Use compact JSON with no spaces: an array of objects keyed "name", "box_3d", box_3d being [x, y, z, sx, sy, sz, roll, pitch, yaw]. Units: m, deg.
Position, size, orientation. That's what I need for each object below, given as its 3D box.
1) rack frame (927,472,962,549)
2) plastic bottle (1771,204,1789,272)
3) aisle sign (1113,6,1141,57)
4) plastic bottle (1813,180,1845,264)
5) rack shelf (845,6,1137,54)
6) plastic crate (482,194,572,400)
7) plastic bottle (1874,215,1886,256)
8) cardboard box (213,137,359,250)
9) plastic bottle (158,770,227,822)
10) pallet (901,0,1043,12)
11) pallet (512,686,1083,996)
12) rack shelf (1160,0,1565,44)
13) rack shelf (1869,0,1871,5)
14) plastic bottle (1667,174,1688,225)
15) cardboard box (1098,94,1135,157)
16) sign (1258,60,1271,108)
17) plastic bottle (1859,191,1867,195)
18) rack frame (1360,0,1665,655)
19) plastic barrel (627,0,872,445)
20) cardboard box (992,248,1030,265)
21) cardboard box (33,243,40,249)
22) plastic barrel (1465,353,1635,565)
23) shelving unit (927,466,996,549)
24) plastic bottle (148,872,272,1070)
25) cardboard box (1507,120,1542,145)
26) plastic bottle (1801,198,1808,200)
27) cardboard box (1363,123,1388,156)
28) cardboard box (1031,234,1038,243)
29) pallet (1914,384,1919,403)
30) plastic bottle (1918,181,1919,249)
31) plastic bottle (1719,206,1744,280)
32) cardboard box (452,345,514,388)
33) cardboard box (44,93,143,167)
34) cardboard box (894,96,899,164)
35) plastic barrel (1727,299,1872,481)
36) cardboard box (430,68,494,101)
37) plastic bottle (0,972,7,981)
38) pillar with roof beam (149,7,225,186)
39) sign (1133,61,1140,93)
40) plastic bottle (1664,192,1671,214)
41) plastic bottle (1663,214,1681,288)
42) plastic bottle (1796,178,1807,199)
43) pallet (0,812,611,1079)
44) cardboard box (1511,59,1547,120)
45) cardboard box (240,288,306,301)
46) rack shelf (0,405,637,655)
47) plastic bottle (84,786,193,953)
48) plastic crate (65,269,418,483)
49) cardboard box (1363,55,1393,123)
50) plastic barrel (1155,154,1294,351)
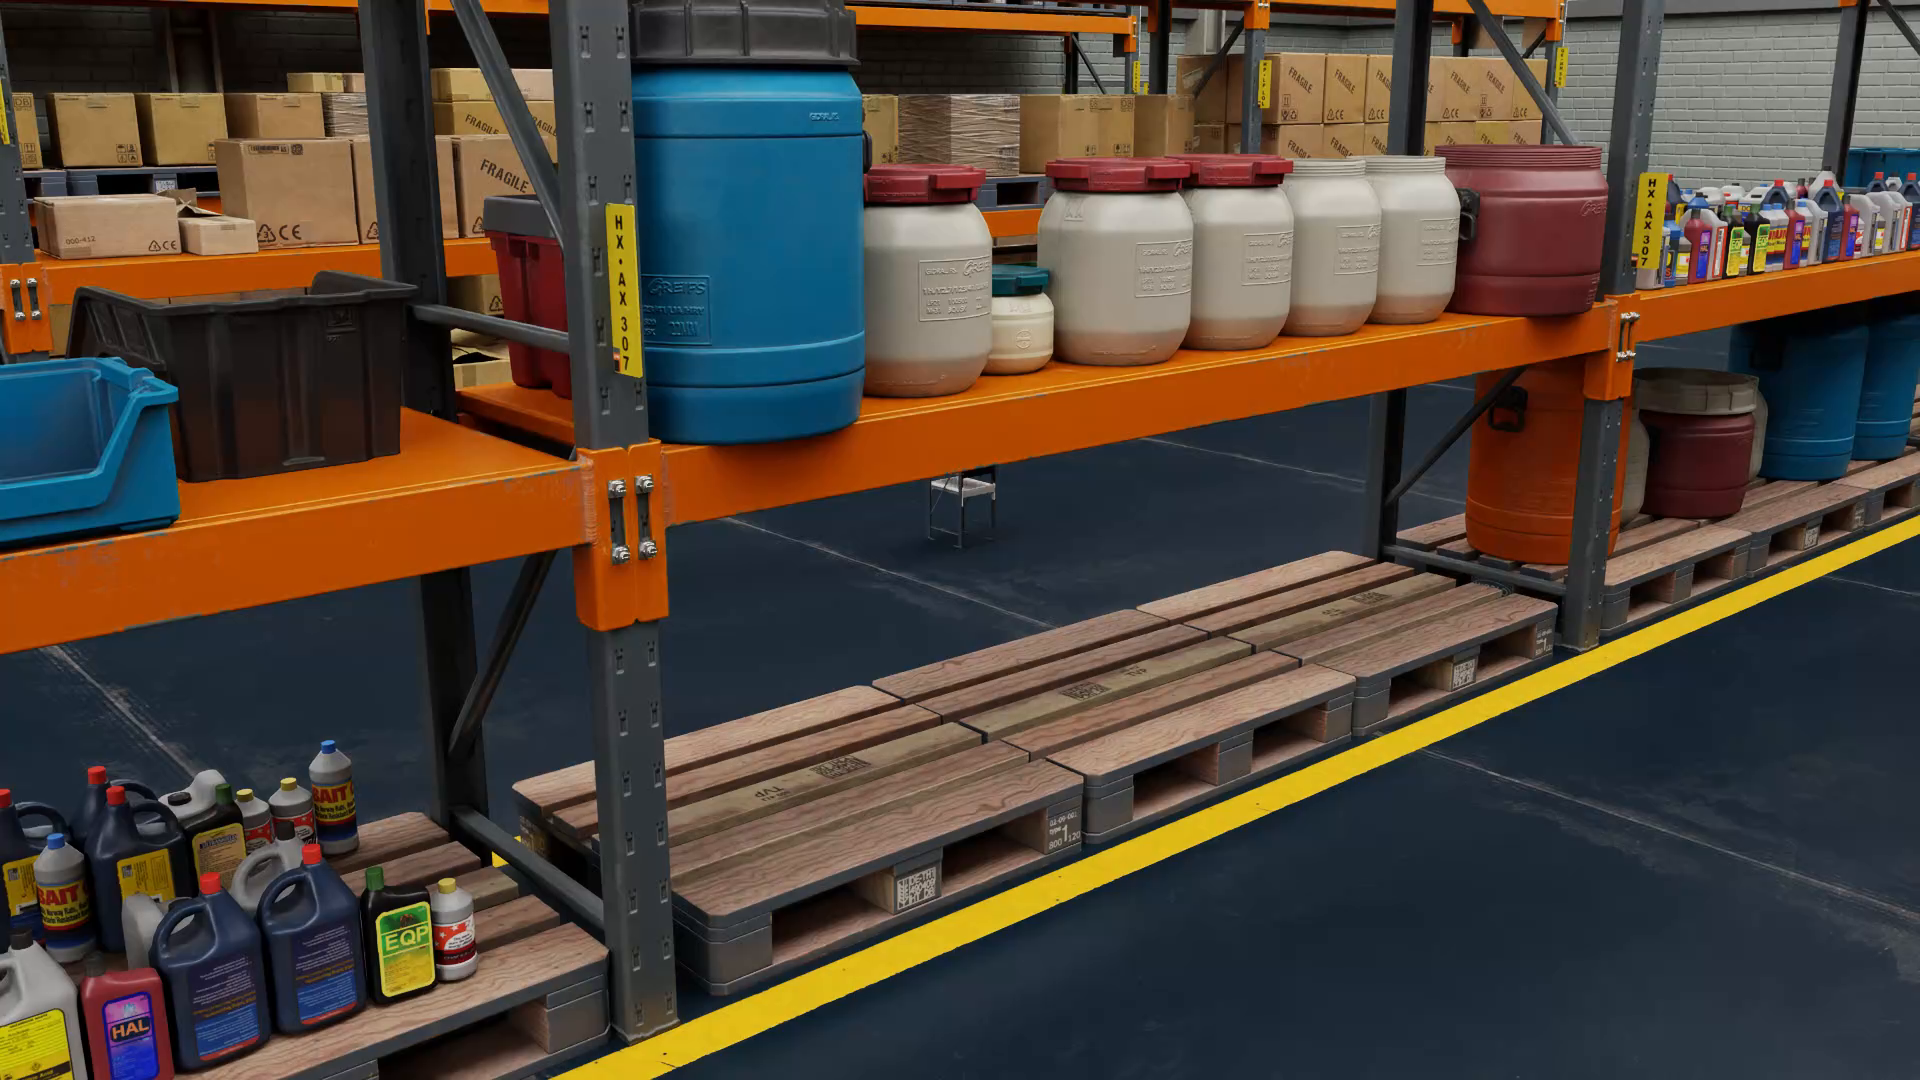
[{"name":"rack frame","box_3d":[-0.071,-0.419,7.575,0.006,0.900,0.240,-13,19,-39]},{"name":"plastic bottle","box_3d":[3.361,-1.251,6.869,0.097,0.271,0.097,0,15,0]},{"name":"aisle sign","box_3d":[1.803,-5.625,17.959,0.004,0.787,0.394,-13,19,-39]},{"name":"plastic bottle","box_3d":[3.728,-1.379,7.197,0.185,0.351,0.144,-13,19,-39]},{"name":"rack shelf","box_3d":[0.043,-5.178,16.905,4.000,0.370,1.077,-13,19,-39]},{"name":"plastic crate","box_3d":[-0.834,-0.626,4.159,0.583,0.464,0.402,-13,19,-39]},{"name":"plastic bottle","box_3d":[4.125,-1.388,7.520,0.097,0.201,0.097,0,15,0]},{"name":"cardboard box","box_3d":[-3.259,-1.683,8.046,0.500,0.500,0.500,-11,18,-35]},{"name":"plastic bottle","box_3d":[-1.752,0.678,3.824,0.135,0.276,0.152,-12,19,-37]},{"name":"pallet","box_3d":[0.078,-5.486,16.836,1.213,0.211,1.003,-13,19,-39]},{"name":"pallet","box_3d":[-0.431,0.753,4.523,1.213,0.211,1.003,-13,19,-39]},{"name":"rack shelf","box_3d":[3.297,-4.215,13.297,4.000,0.370,1.077,-13,19,-39]},{"name":"rack shelf","box_3d":[6.546,-3.250,9.685,4.000,0.370,1.077,-13,19,-39]},{"name":"plastic bottle","box_3d":[3.294,-1.526,7.745,0.185,0.351,0.144,-13,19,-39]},{"name":"cardboard box","box_3d":[0.807,-2.860,11.636,0.500,0.500,0.700,-9,17,-31]},{"name":"sign","box_3d":[2.155,-3.226,11.771,0.005,0.325,0.100,-13,19,-39]},{"name":"plastic bottle","box_3d":[4.200,-1.491,7.769,0.097,0.271,0.097,0,15,0]},{"name":"rack frame","box_3d":[2.020,-1.132,6.174,0.127,3.000,1.000,-13,19,-39]},{"name":"plastic barrel","box_3d":[-0.508,-0.703,3.596,0.708,0.901,0.600,-13,19,-39]},{"name":"cardboard box","box_3d":[0.131,-1.852,11.410,0.500,0.250,0.500,-13,20,-40]},{"name":"cardboard box","box_3d":[-6.627,-1.953,11.787,0.500,0.250,0.500,-13,20,-41]},{"name":"plastic barrel","box_3d":[2.377,-0.372,6.722,0.708,0.830,0.600,-13,19,-39]},{"name":"shelving unit","box_3d":[0.006,-0.436,7.639,0.210,0.900,0.258,-13,19,-39]},{"name":"plastic bottle","box_3d":[-1.439,0.811,3.182,0.185,0.351,0.144,-14,20,-42]},{"name":"cardboard box","box_3d":[4.647,-3.371,14.365,0.500,0.500,0.500,-12,19,-38]},{"name":"plastic bottle","box_3d":[4.258,-1.626,8.409,0.097,0.201,0.097,0,15,0]},{"name":"cardboard box","box_3d":[3.115,-3.027,13.077,0.500,0.500,0.500,-13,20,-40]},{"name":"cardboard box","box_3d":[0.711,-3.188,17.902,0.500,0.500,0.700,-13,20,-40]},{"name":"pallet","box_3d":[6.487,-0.802,10.343,1.213,0.211,1.003,-13,19,-39]},{"name":"plastic bottle","box_3d":[4.558,-1.566,7.895,0.185,0.351,0.144,-13,19,-39]},{"name":"plastic bottle","box_3d":[3.038,-1.178,6.573,0.133,0.283,0.061,-13,19,-39]},{"name":"cardboard box","box_3d":[-2.613,-0.846,8.534,0.500,0.311,0.500,-12,19,-38]},{"name":"cardboard box","box_3d":[-6.192,-2.934,11.875,0.500,0.500,0.700,-10,18,-32]},{"name":"cardboard box","box_3d":[-1.046,-3.971,16.224,0.700,0.700,0.980,-12,19,-39]},{"name":"plastic barrel","box_3d":[4.081,-0.789,8.145,0.708,0.901,0.600,-13,19,-39]},{"name":"cardboard box","box_3d":[-3.950,-3.656,13.362,0.500,0.250,0.500,-12,19,-38]},{"name":"plastic bottle","box_3d":[-1.770,0.883,3.044,0.133,0.283,0.061,-13,19,-39]},{"name":"pillar with roof beam","box_3d":[-3.206,-5.069,9.288,0.400,9.000,9.100,-13,19,-39]},{"name":"sign","box_3d":[1.897,-4.981,17.884,0.005,0.325,0.100,-13,19,-39]},{"name":"plastic bottle","box_3d":[3.141,-1.424,7.493,0.133,0.283,0.061,-13,19,-39]},{"name":"plastic bottle","box_3d":[2.664,-1.094,6.283,0.097,0.271,0.097,0,15,0]},{"name":"plastic bottle","box_3d":[4.380,-1.751,8.719,0.133,0.283,0.061,-13,19,-39]},{"name":"pallet","box_3d":[-1.532,0.999,3.601,1.213,0.211,1.003,-13,19,-39]},{"name":"cardboard box","box_3d":[4.651,-3.854,14.235,0.500,0.500,0.500,-13,20,-40]},{"name":"cardboard box","box_3d":[-5.458,-1.868,12.923,0.500,0.500,0.700,-13,20,-39]},{"name":"rack shelf","box_3d":[-2.507,0.232,2.461,4.000,0.370,1.077,-13,19,-39]},{"name":"plastic bottle","box_3d":[-1.785,0.697,3.607,0.185,0.351,0.144,-13,19,-39]},{"name":"plastic crate","box_3d":[-1.476,-0.360,3.406,0.504,0.338,0.767,-13,19,-39]},{"name":"cardboard box","box_3d":[3.106,-3.505,12.928,0.500,0.500,0.500,-13,20,-41]},{"name":"plastic barrel","box_3d":[0.748,-0.837,4.806,0.433,0.535,0.433,0,15,0]}]
